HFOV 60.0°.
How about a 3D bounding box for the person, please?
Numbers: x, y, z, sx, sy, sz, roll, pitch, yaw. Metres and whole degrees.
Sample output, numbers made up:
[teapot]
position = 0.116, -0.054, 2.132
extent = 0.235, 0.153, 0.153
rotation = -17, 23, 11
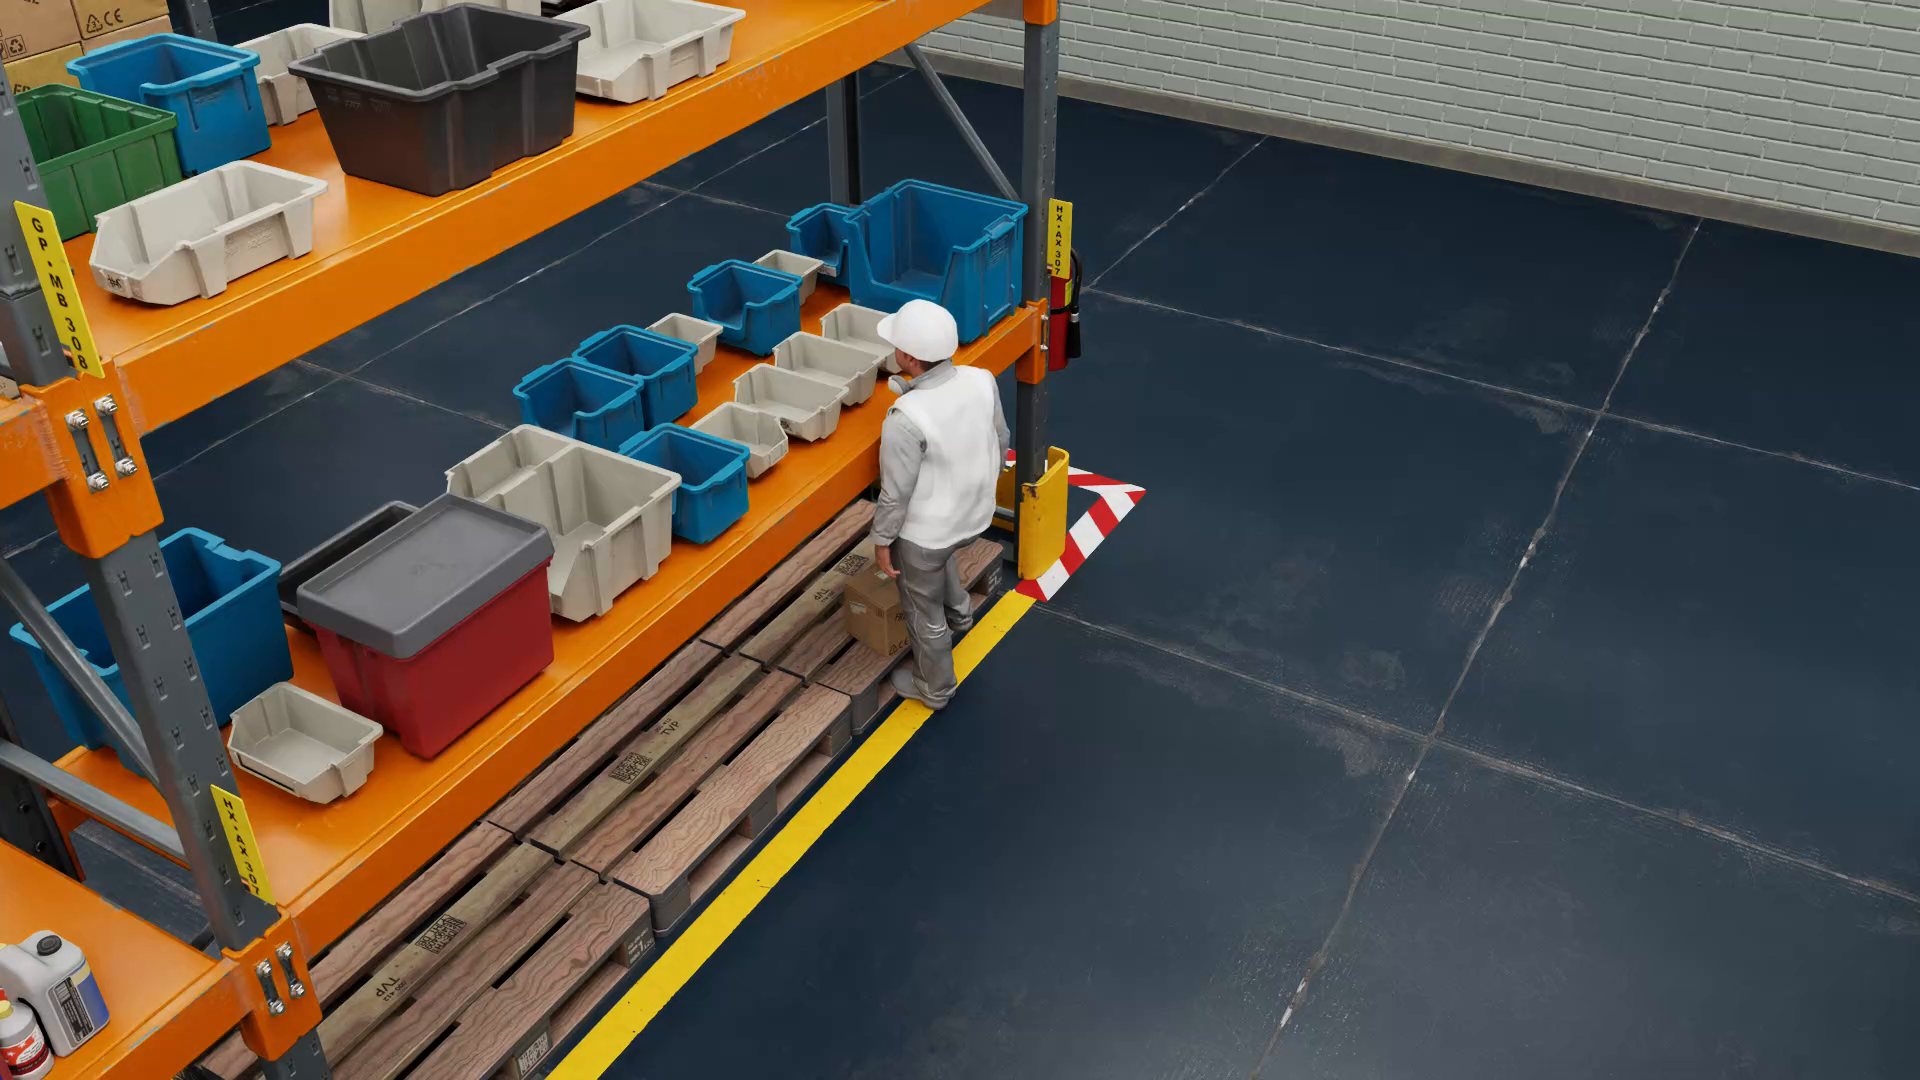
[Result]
[person]
position = -0.149, -0.133, 6.297
extent = 0.636, 1.777, 0.611
rotation = -27, 43, -34
